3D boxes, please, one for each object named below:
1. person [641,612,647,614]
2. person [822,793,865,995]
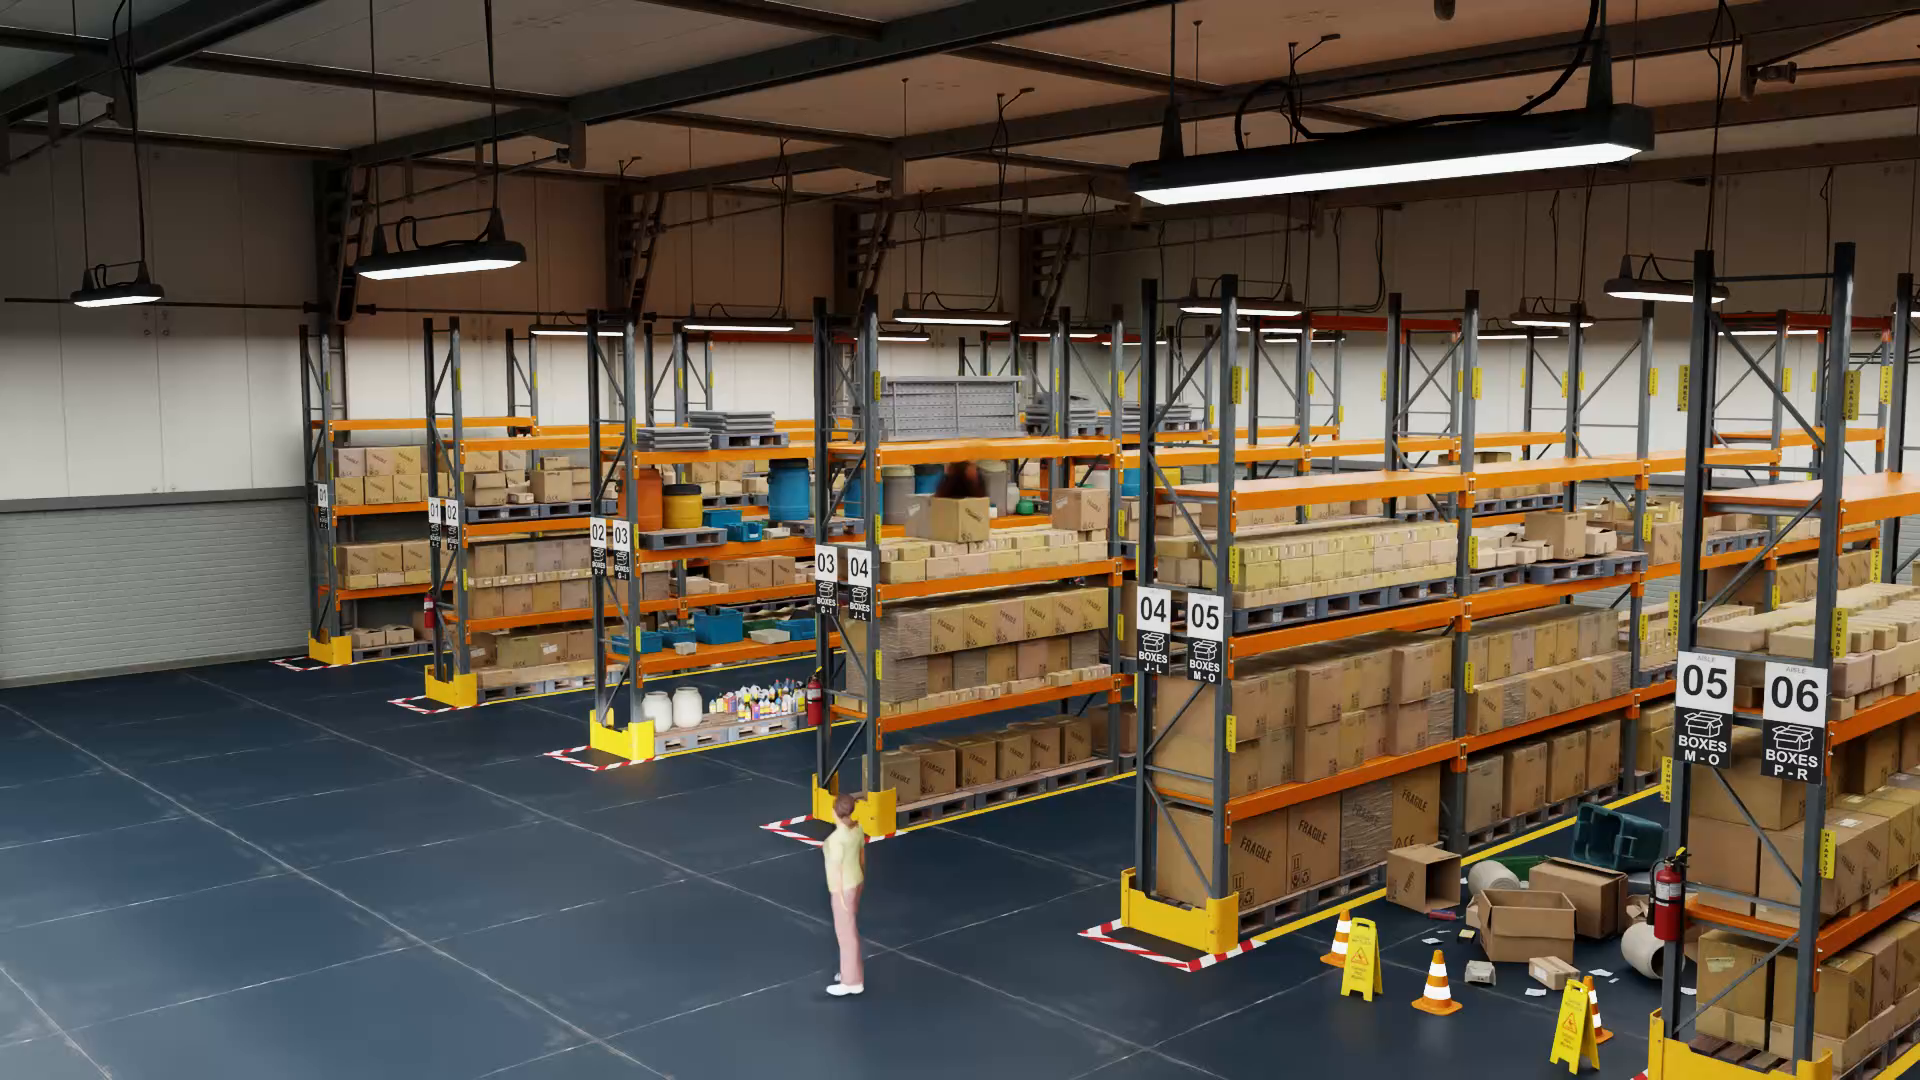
[{"bbox_3d":[-6.080,1.158,31.749,0.472,1.622,0.978,5,8,40],"label":"person"},{"bbox_3d":[-0.943,2.934,13.905,0.392,1.707,0.595,2,6,19],"label":"person"}]
